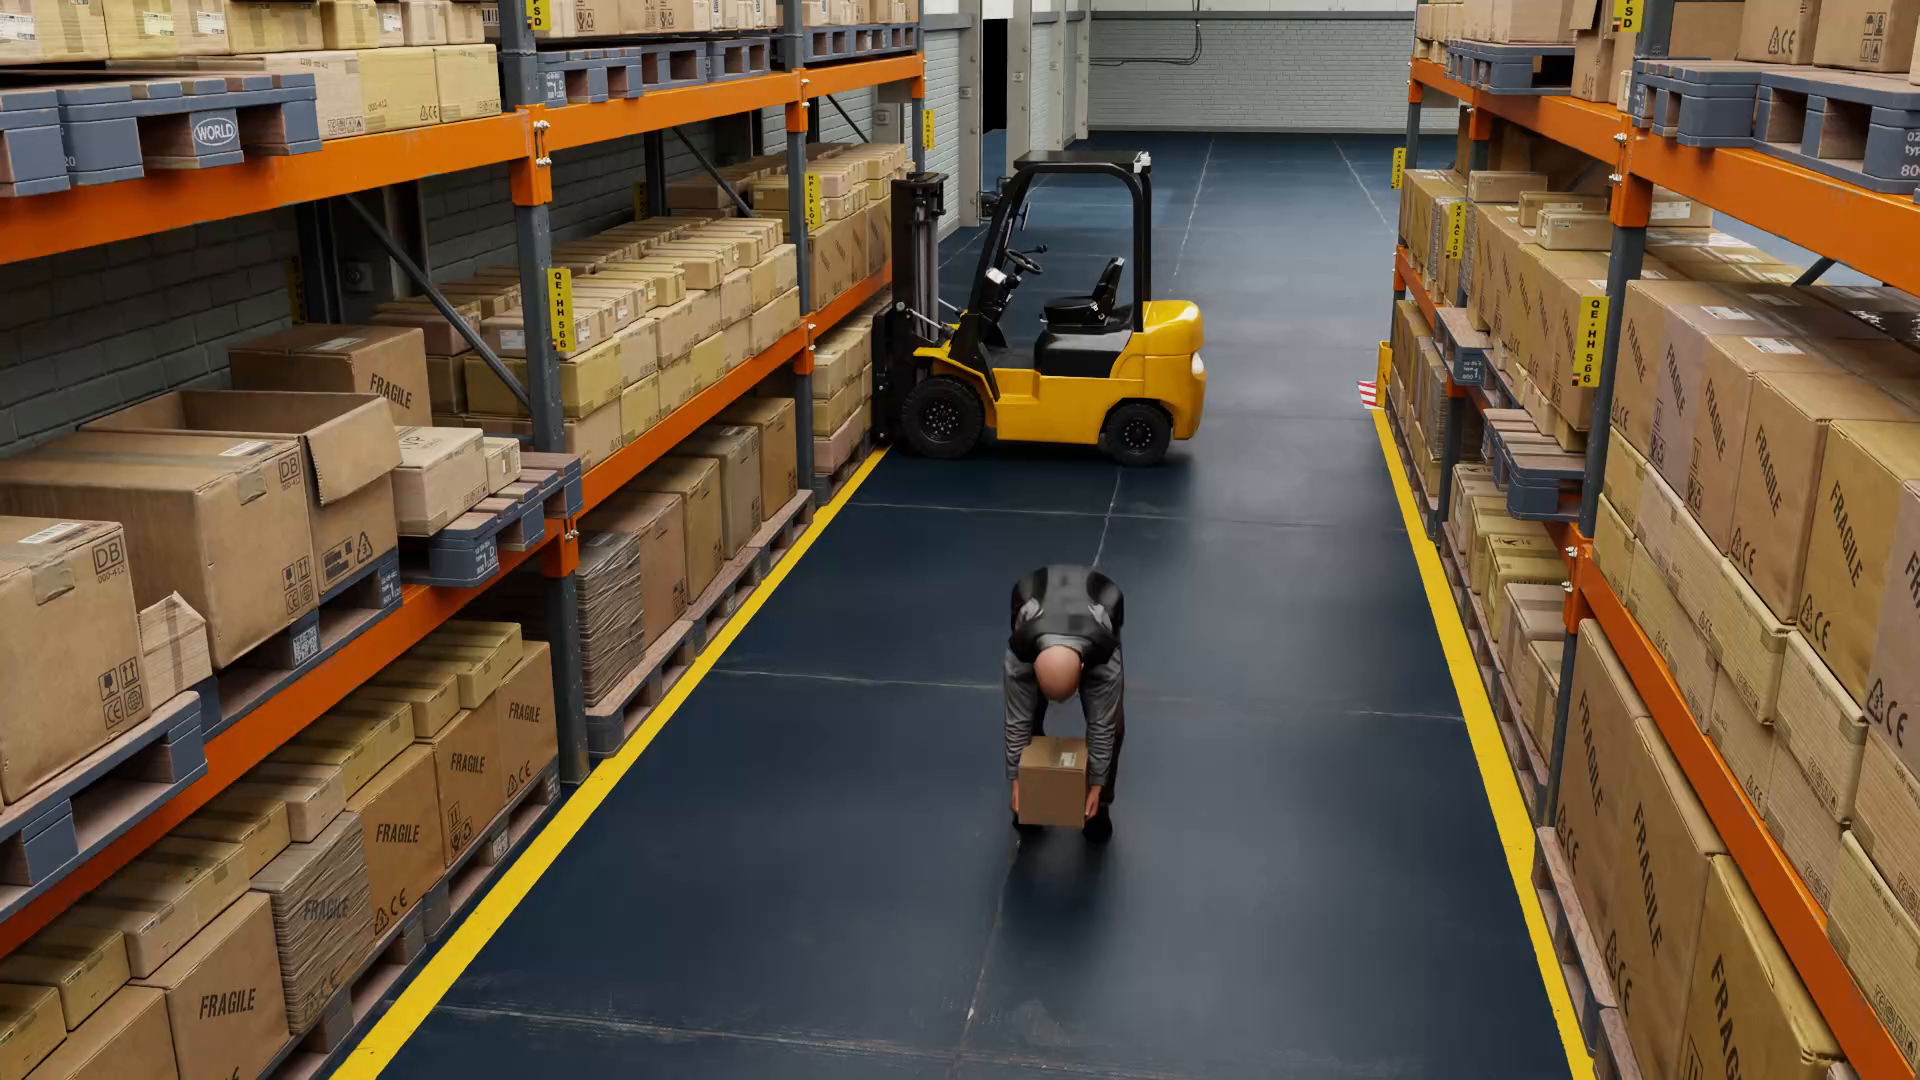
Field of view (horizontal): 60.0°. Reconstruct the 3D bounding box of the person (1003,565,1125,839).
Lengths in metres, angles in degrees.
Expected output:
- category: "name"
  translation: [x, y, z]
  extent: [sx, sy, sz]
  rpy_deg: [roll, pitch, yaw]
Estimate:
- category: "person"
  translation: [0.400, 0.693, 6.449]
  extent: [0.475, 1.100, 0.961]
  rpy_deg: [2, 18, 7]
